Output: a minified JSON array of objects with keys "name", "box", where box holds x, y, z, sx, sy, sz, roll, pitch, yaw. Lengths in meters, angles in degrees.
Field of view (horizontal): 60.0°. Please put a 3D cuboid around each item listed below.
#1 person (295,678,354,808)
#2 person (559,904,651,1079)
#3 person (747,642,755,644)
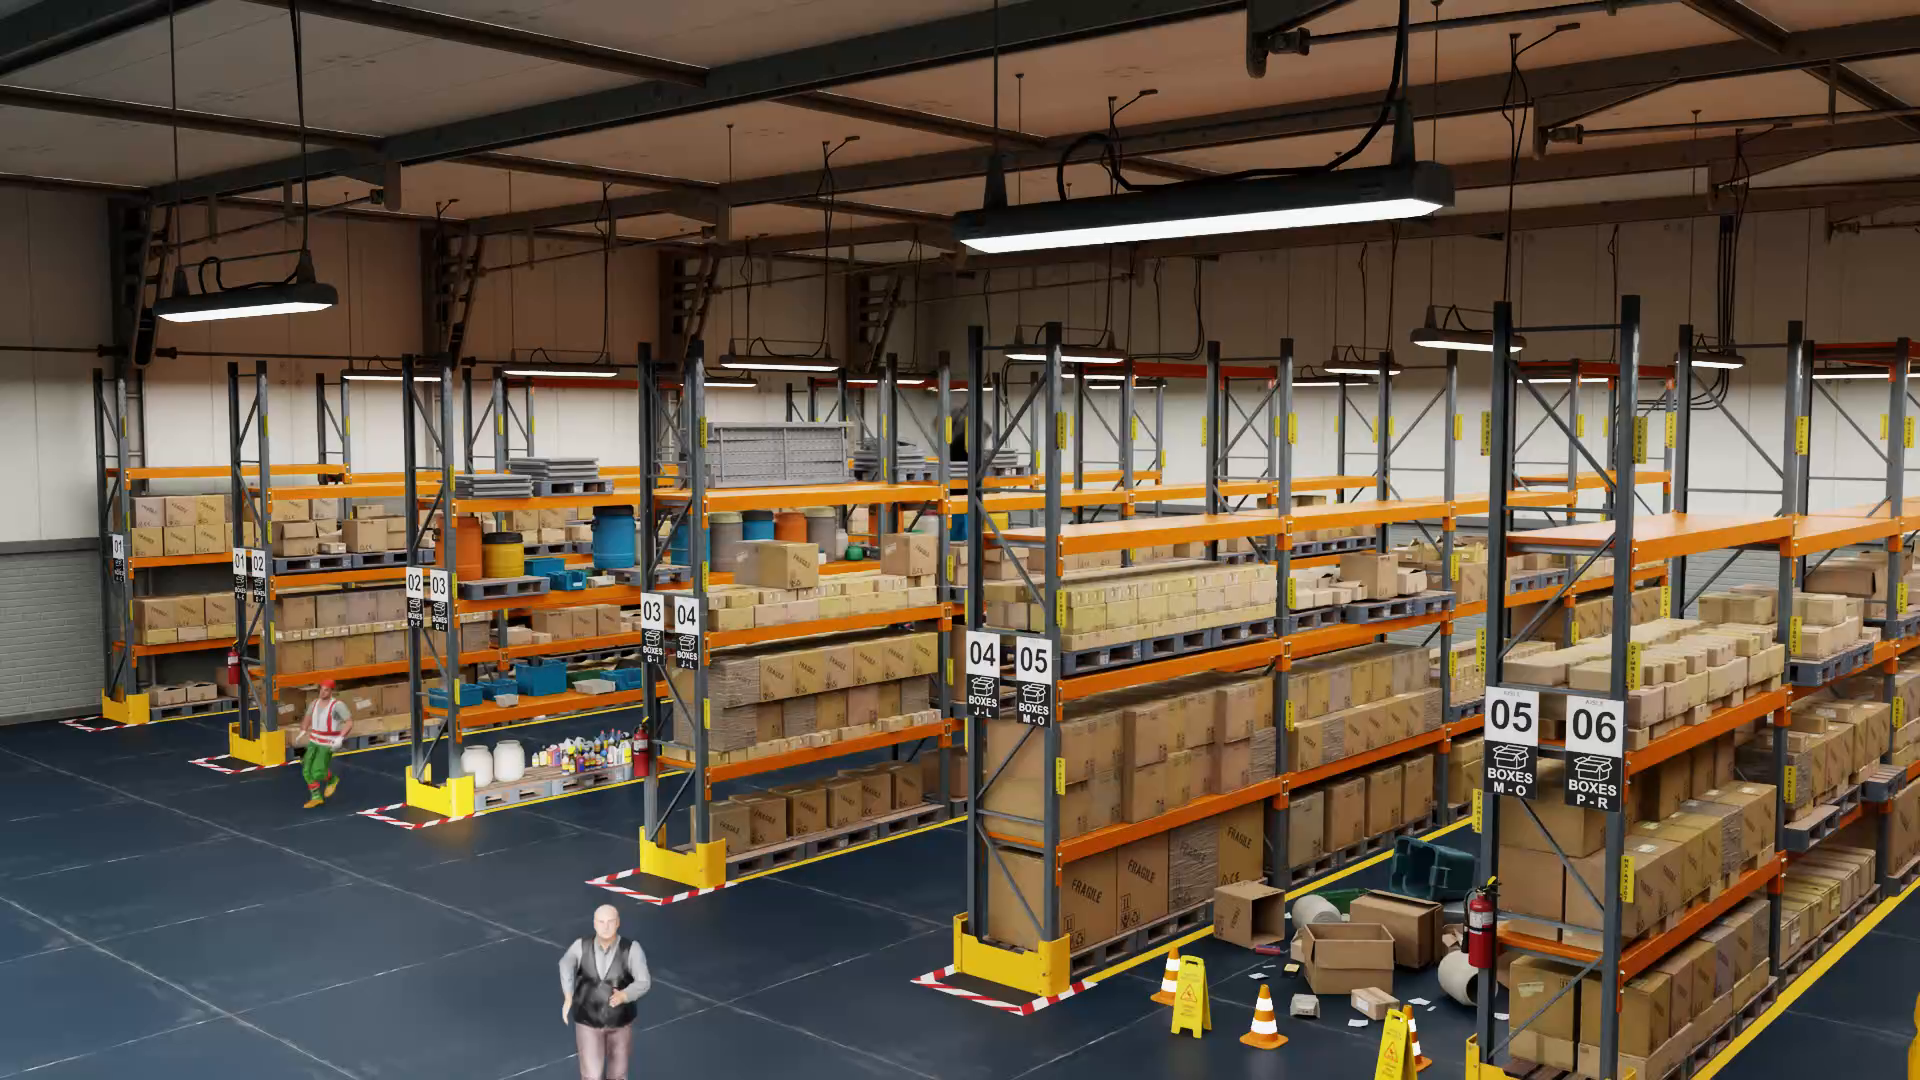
[{"name":"person","box":[-8.425,2.693,22.054,0.714,1.732,0.562,2,4,21]},{"name":"person","box":[-2.501,3.446,11.752,0.620,1.774,0.833,-1,4,-14]},{"name":"person","box":[-3.423,2.216,28.353,0.711,1.769,0.900,3,5,37]}]
